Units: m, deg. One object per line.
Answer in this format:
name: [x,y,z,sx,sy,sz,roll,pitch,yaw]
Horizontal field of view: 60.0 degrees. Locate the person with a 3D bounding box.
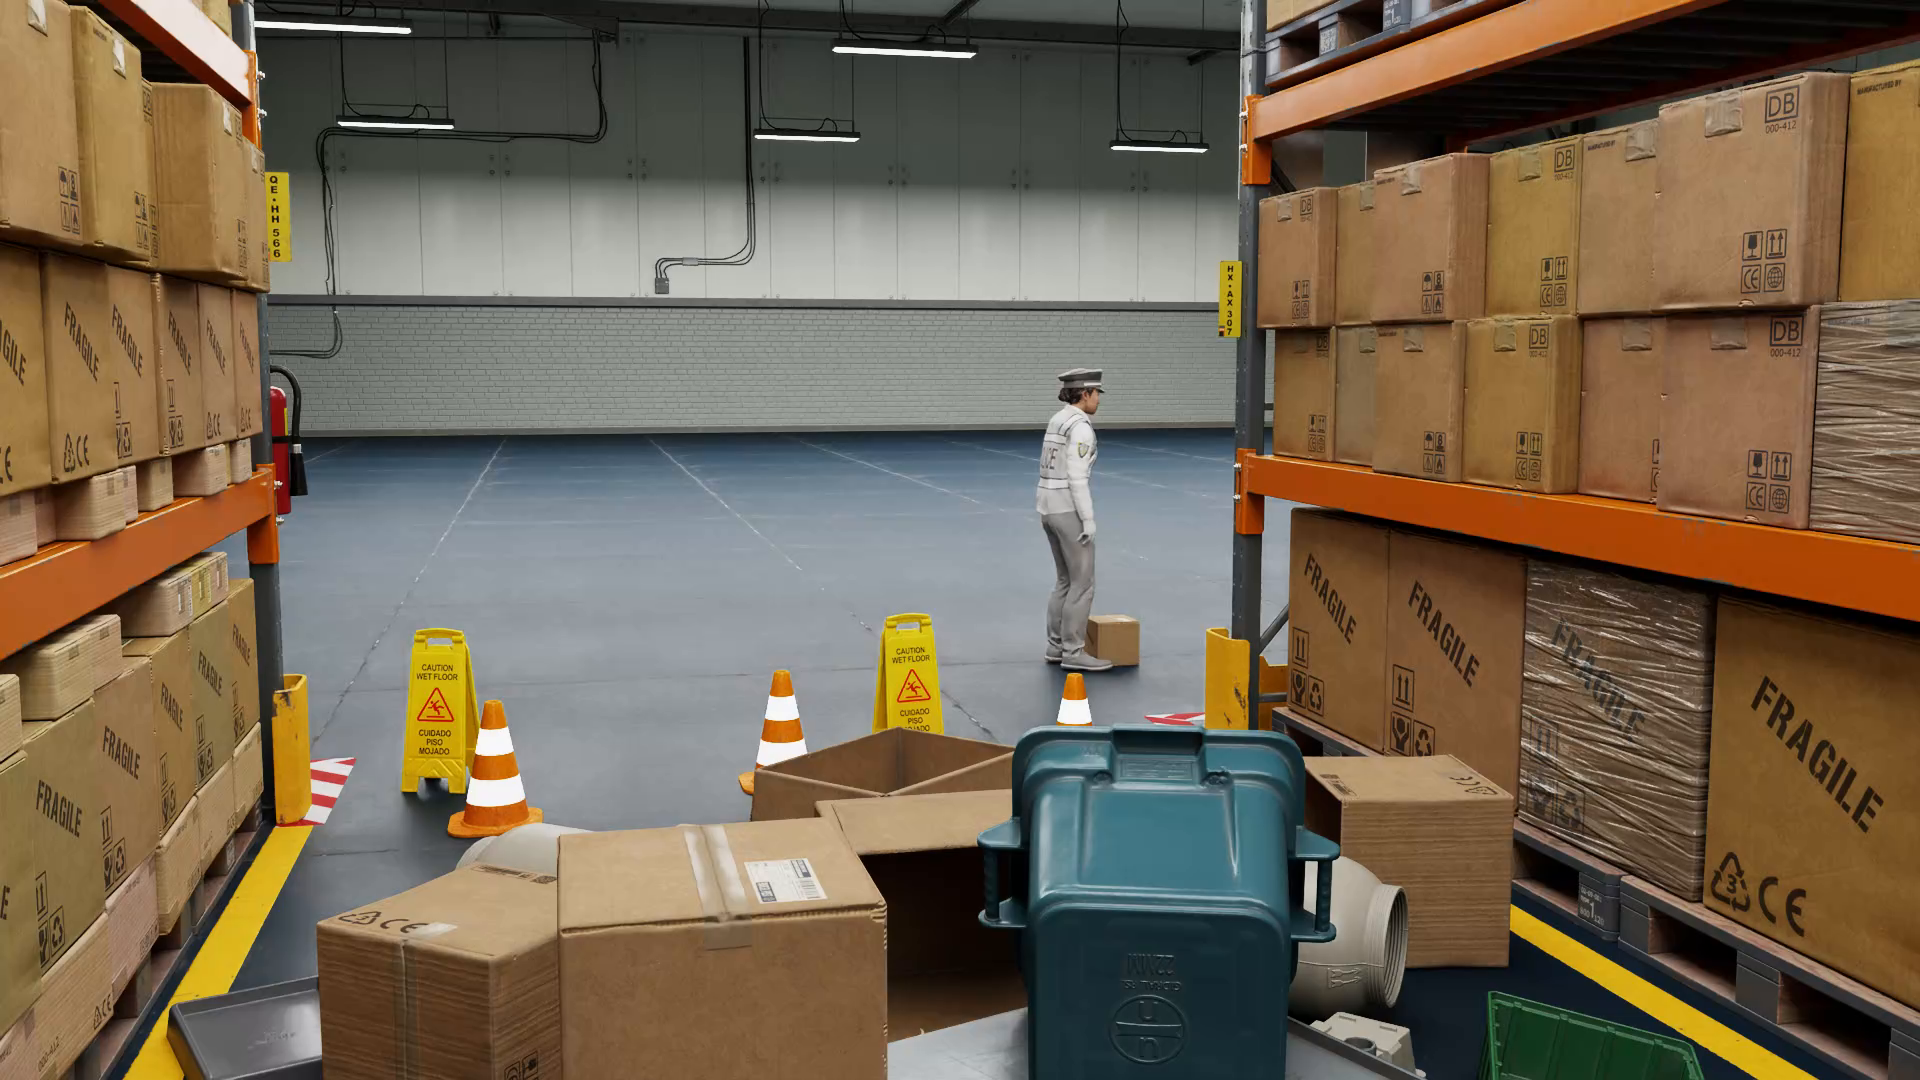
person: [0.627,-0.123,9.297,0.376,1.663,0.527,-2,6,-14]
